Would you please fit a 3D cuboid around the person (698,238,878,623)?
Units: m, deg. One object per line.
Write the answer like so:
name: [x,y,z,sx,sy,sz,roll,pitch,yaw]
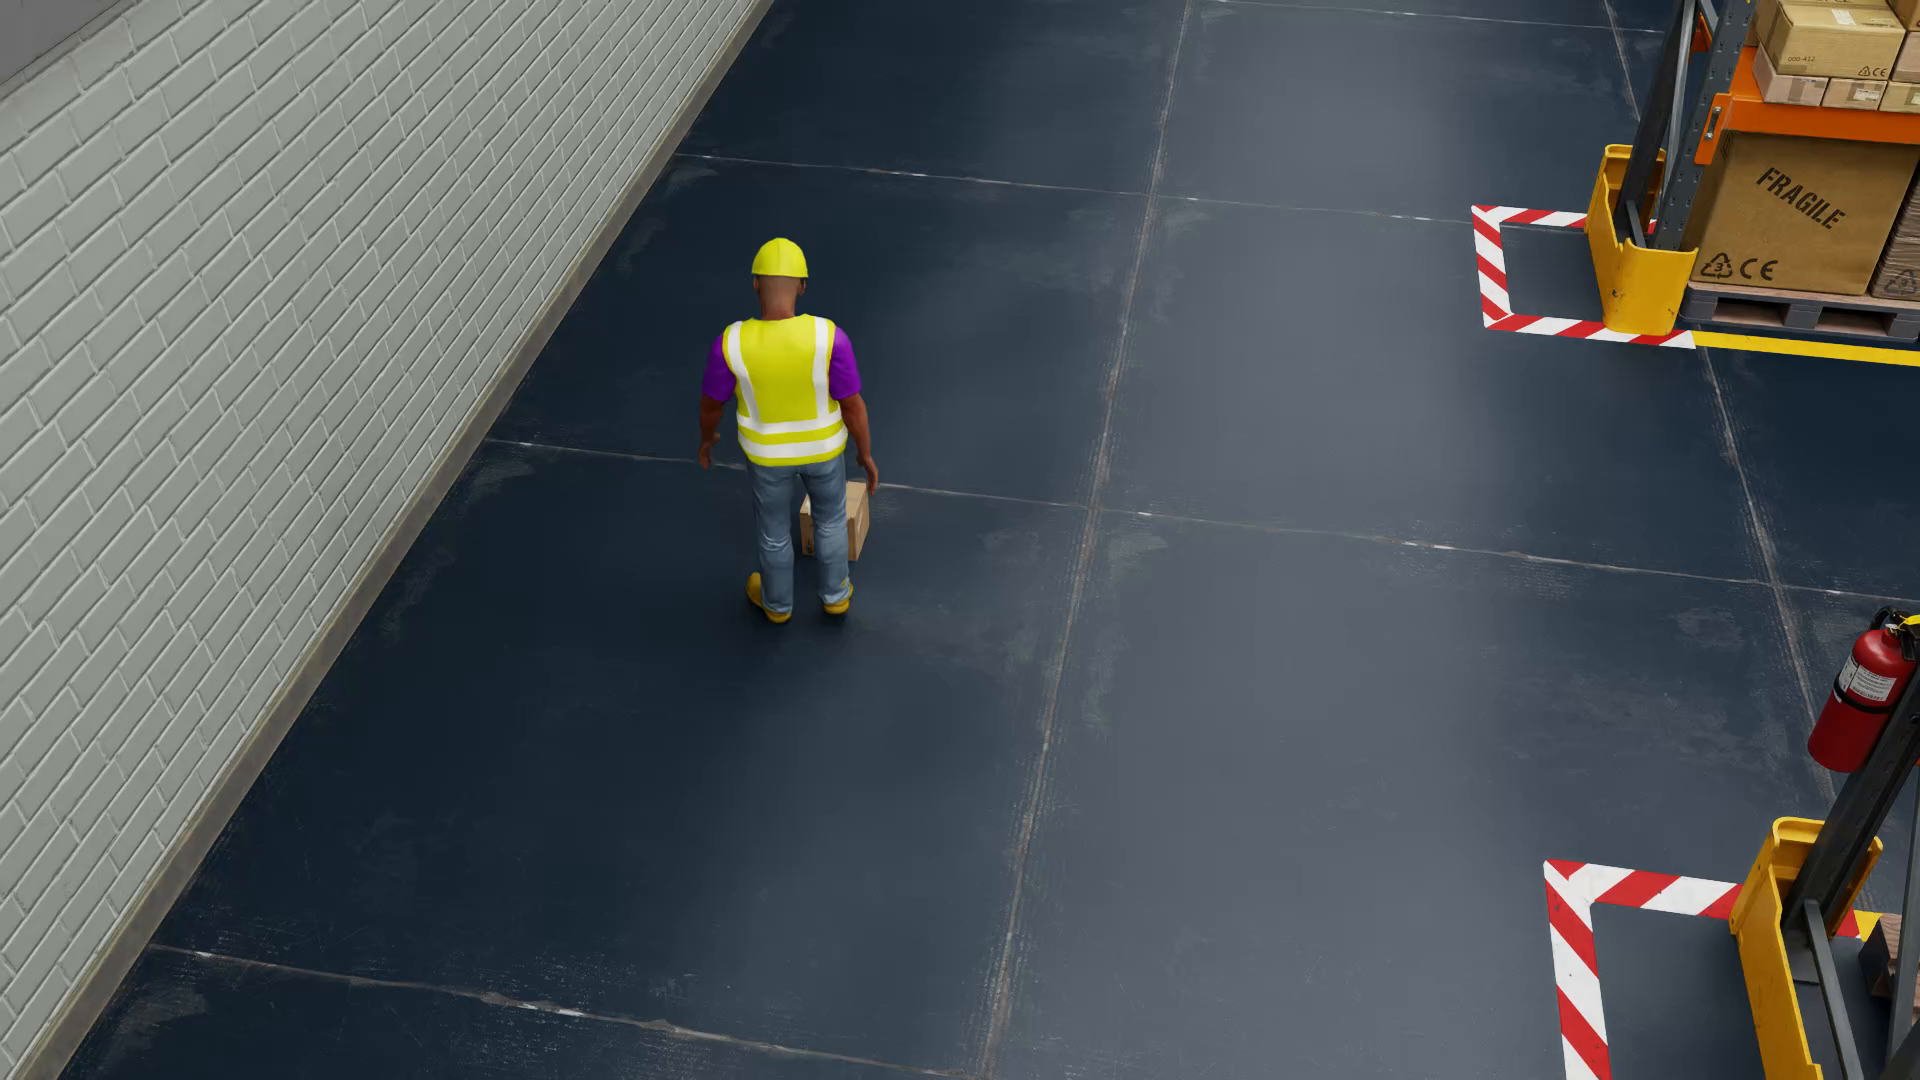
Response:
person: [-0.687,-0.373,6.573,0.701,1.802,0.408,-5,41,-5]
